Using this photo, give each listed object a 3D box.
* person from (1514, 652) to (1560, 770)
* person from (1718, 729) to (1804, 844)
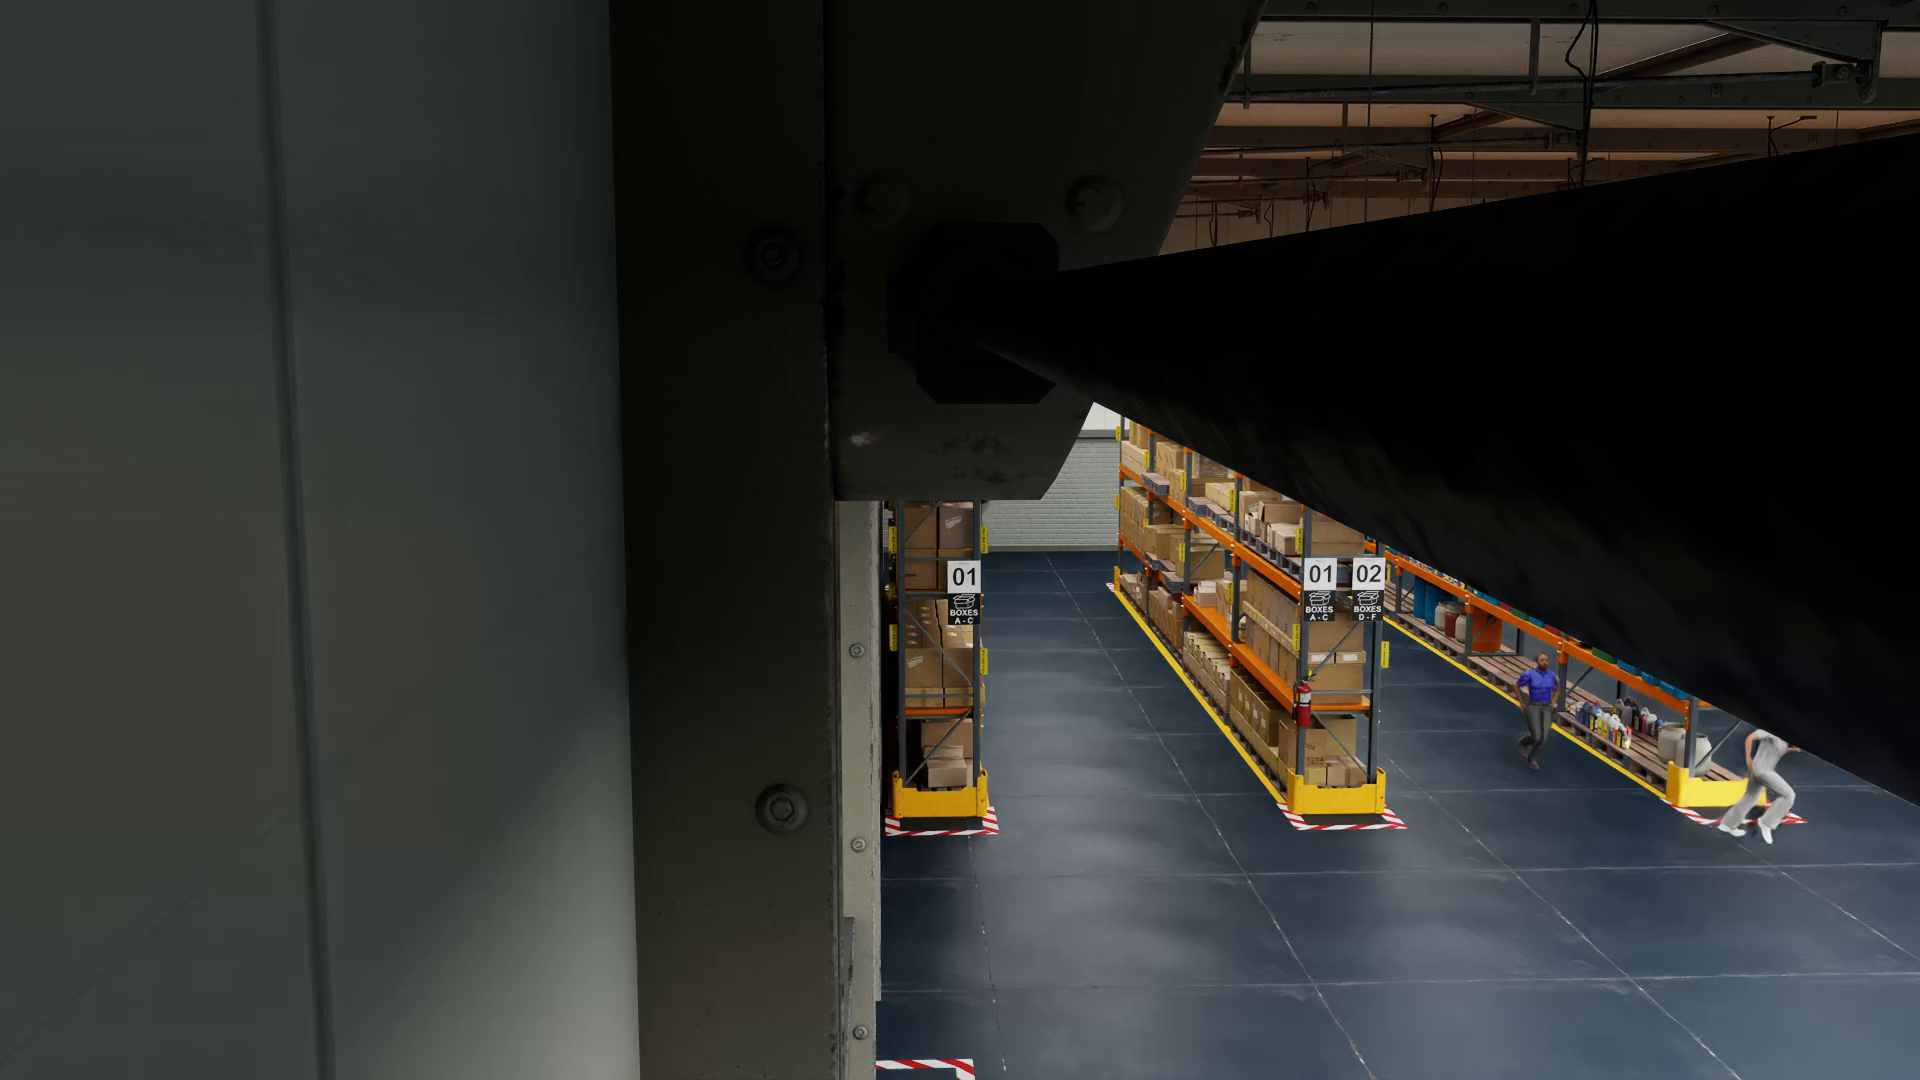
[{"bbox_3d":[7.834,2.322,22.487,0.570,1.602,0.559,-1,8,-4],"label":"person"},{"bbox_3d":[9.377,2.732,19.429,0.876,1.603,0.557,5,10,31],"label":"person"}]
